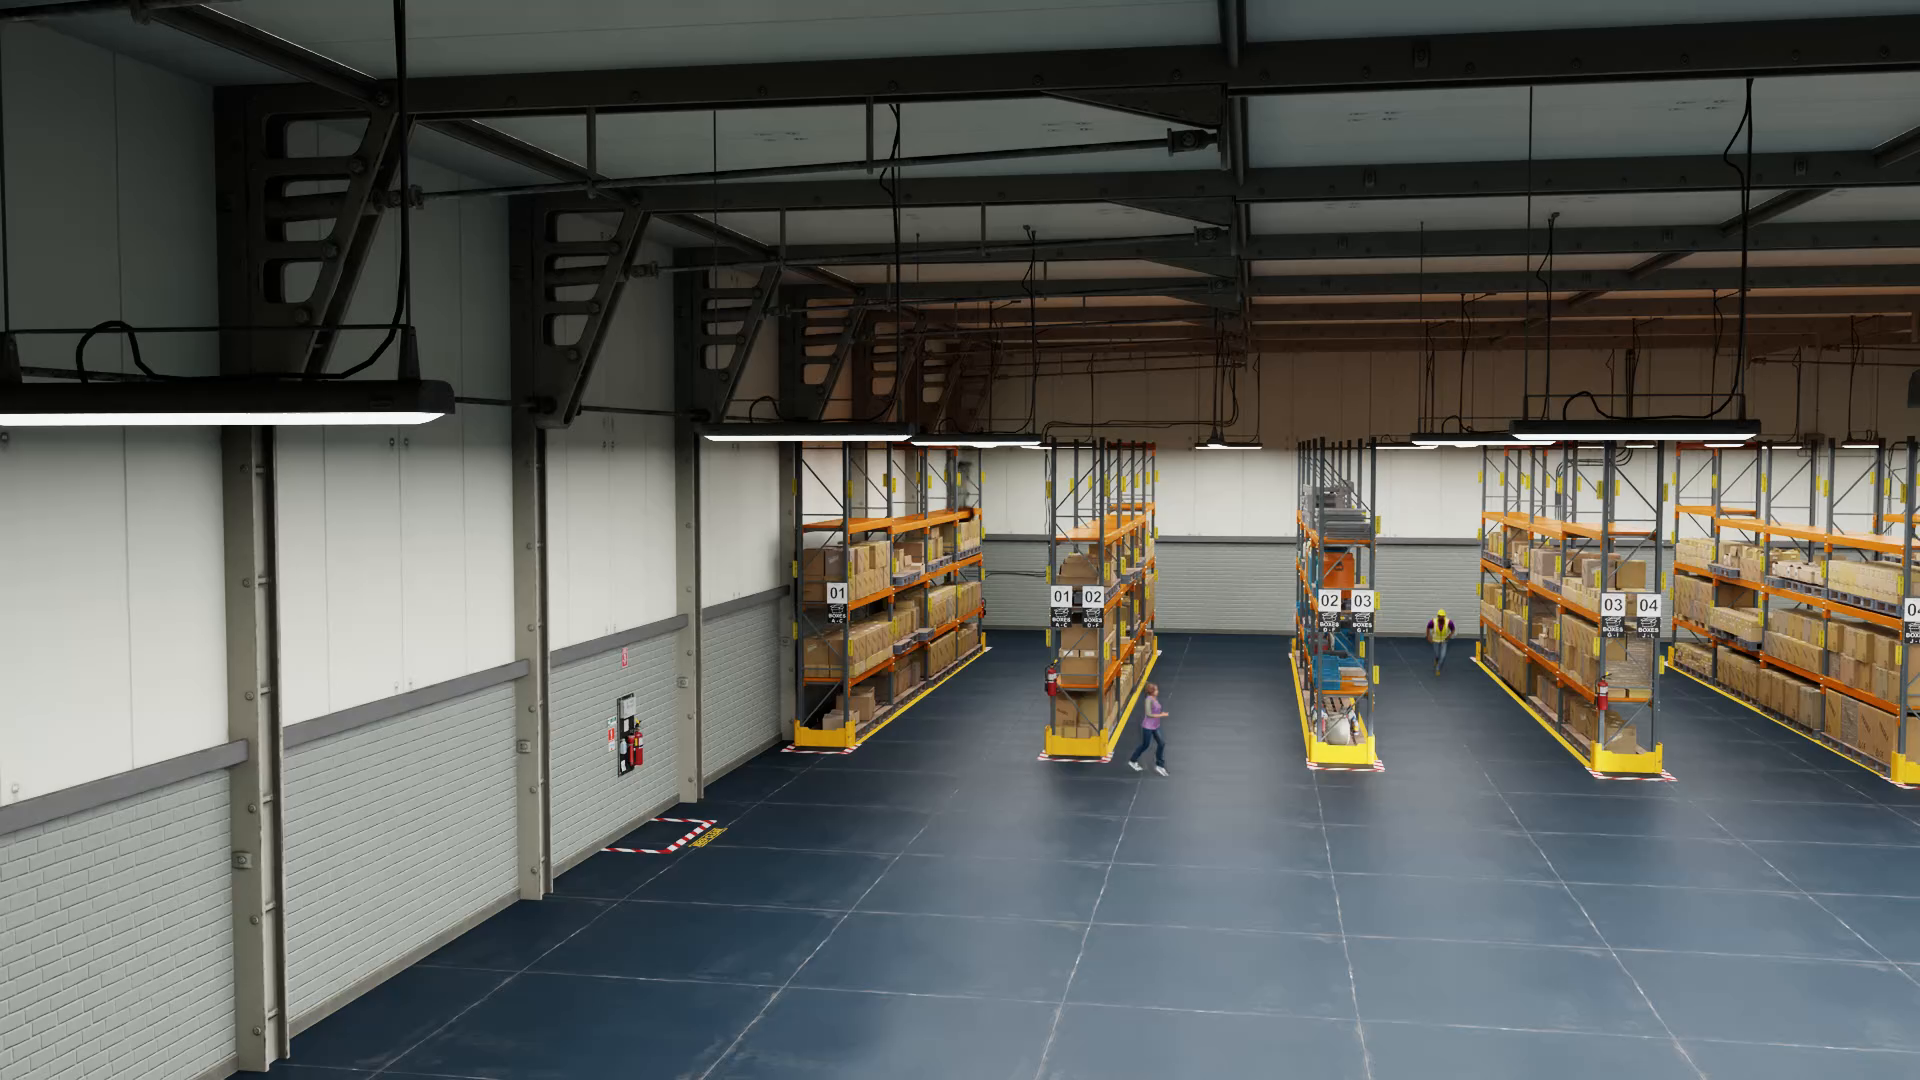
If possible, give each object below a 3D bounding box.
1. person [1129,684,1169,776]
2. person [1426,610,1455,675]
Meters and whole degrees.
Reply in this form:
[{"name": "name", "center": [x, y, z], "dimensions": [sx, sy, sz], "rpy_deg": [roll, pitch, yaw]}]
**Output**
[{"name": "person", "center": [3.343, 3.366, 29.481], "dimensions": [0.758, 1.657, 0.512], "rpy_deg": [2, 4, 33]}, {"name": "person", "center": [12.373, 2.633, 42.821], "dimensions": [0.694, 1.688, 0.781], "rpy_deg": [1, 3, 11]}]
